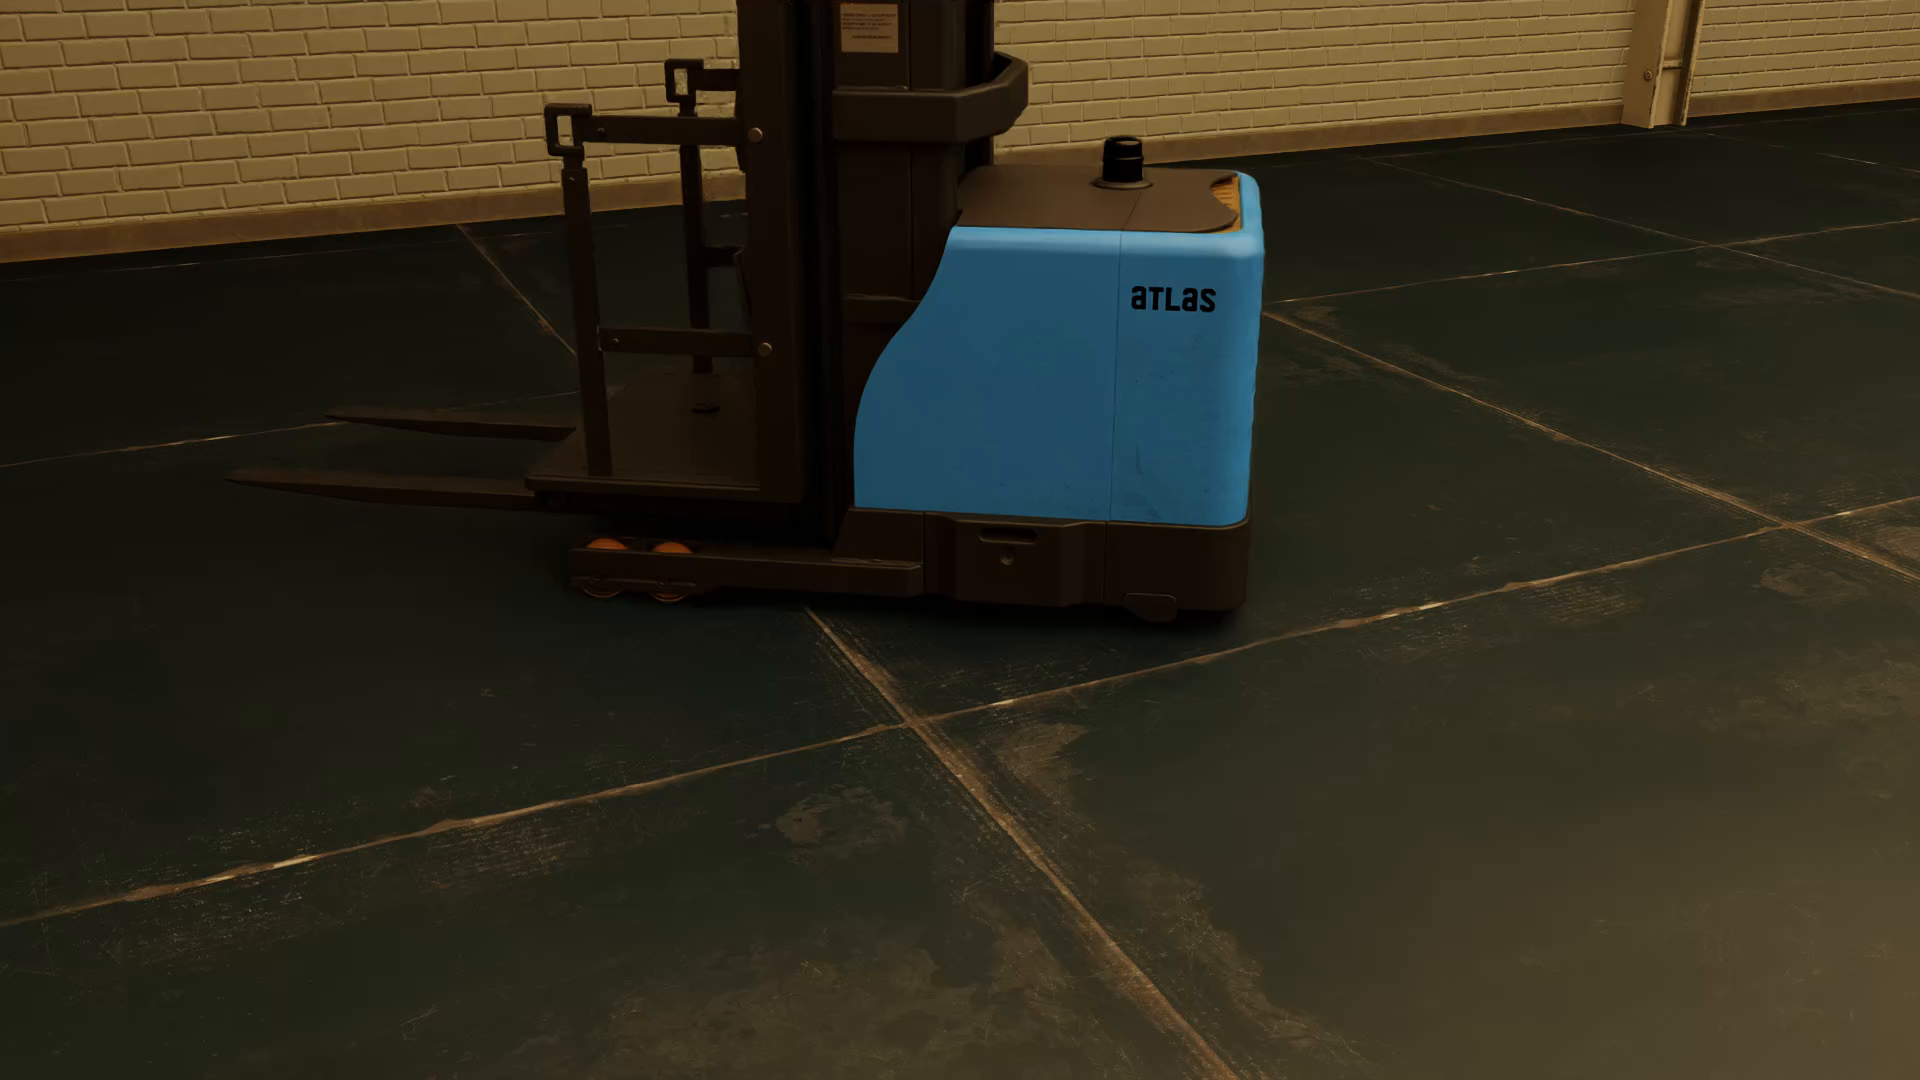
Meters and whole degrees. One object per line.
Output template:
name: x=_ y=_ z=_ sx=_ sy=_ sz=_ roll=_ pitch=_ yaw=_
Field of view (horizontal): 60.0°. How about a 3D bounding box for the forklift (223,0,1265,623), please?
forklift: x=-0.660 y=-1.374 z=4.594 sx=3.031 sy=2.935 sz=1.130 roll=3 pitch=23 yaw=8
